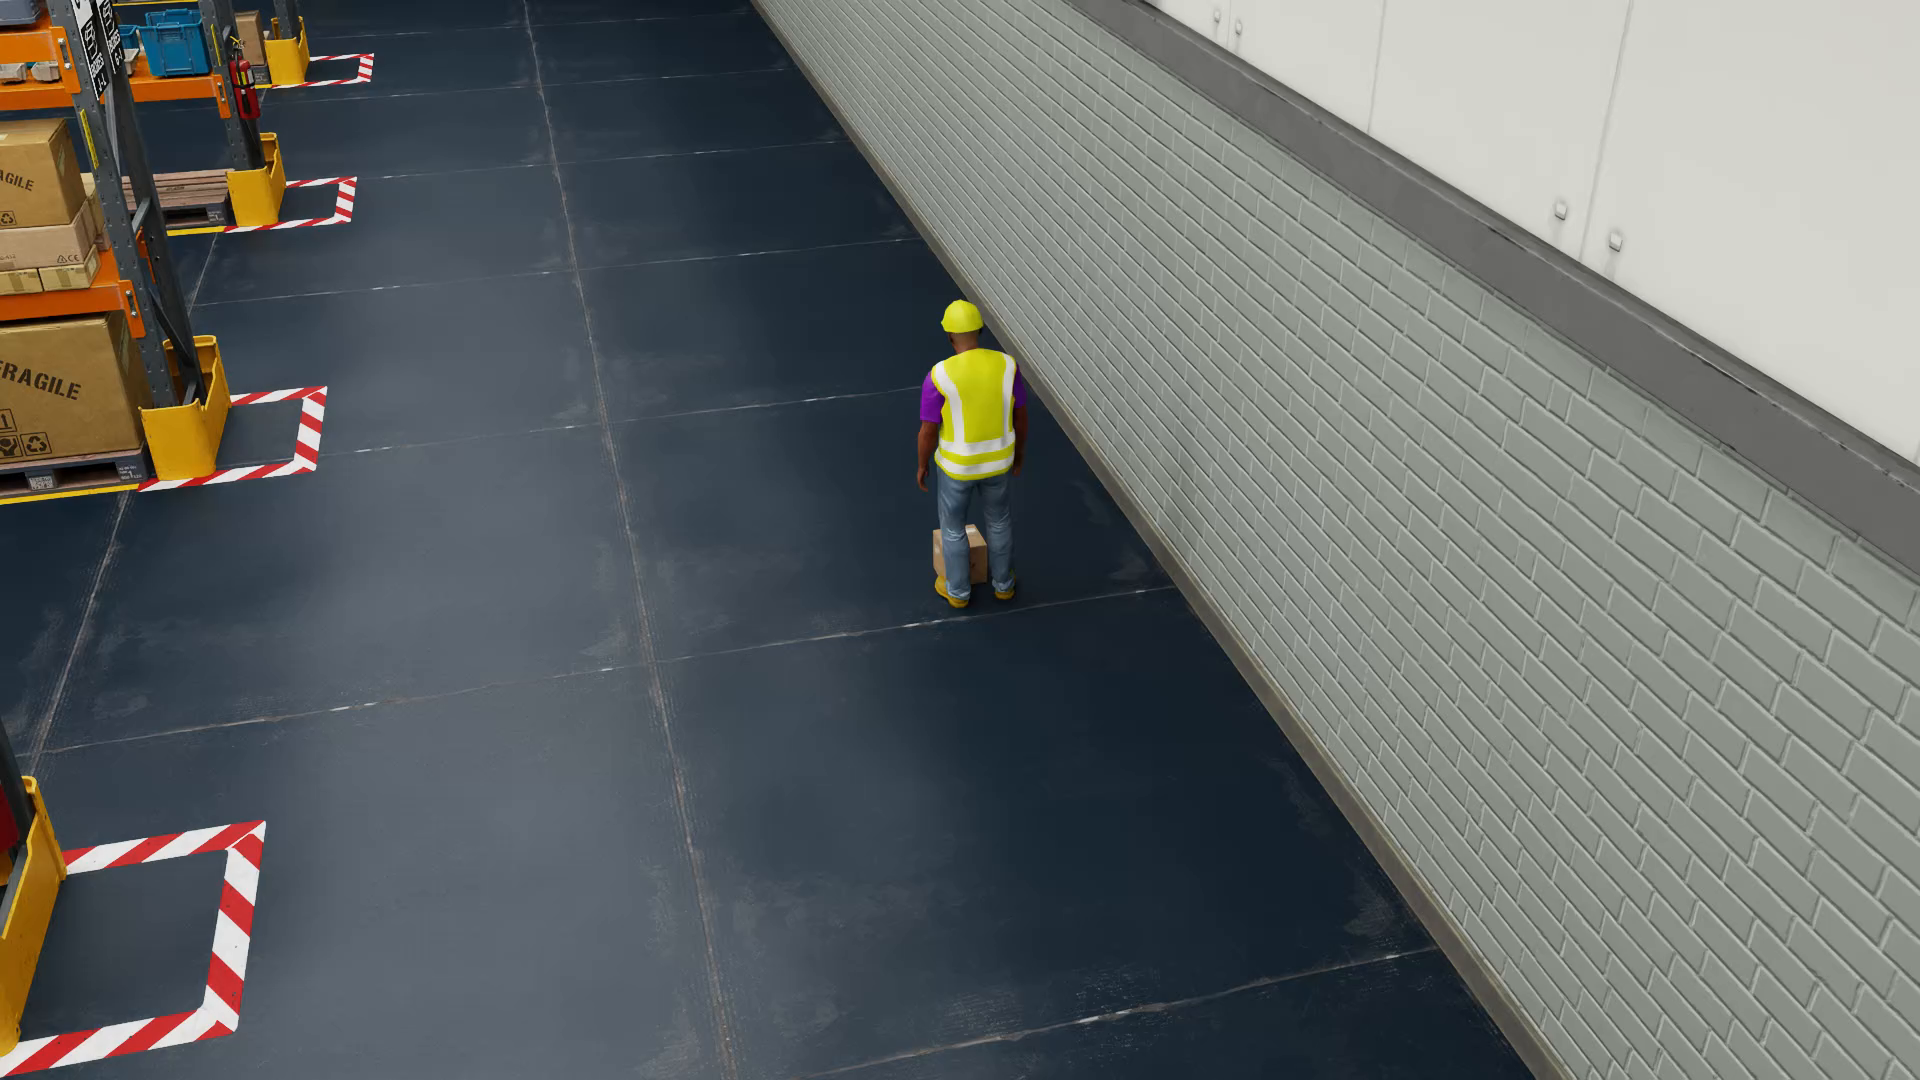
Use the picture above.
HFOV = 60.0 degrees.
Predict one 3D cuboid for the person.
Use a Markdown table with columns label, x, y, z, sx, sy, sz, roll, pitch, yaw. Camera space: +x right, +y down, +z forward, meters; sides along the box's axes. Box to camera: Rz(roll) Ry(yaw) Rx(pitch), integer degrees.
| label | x | y | z | sx | sy | sz | roll | pitch | yaw |
| --- | --- | --- | --- | --- | --- | --- | --- | --- | --- |
| person | 0.063 | -0.450 | 9.000 | 0.632 | 1.759 | 0.461 | -10 | 31 | -16 |
